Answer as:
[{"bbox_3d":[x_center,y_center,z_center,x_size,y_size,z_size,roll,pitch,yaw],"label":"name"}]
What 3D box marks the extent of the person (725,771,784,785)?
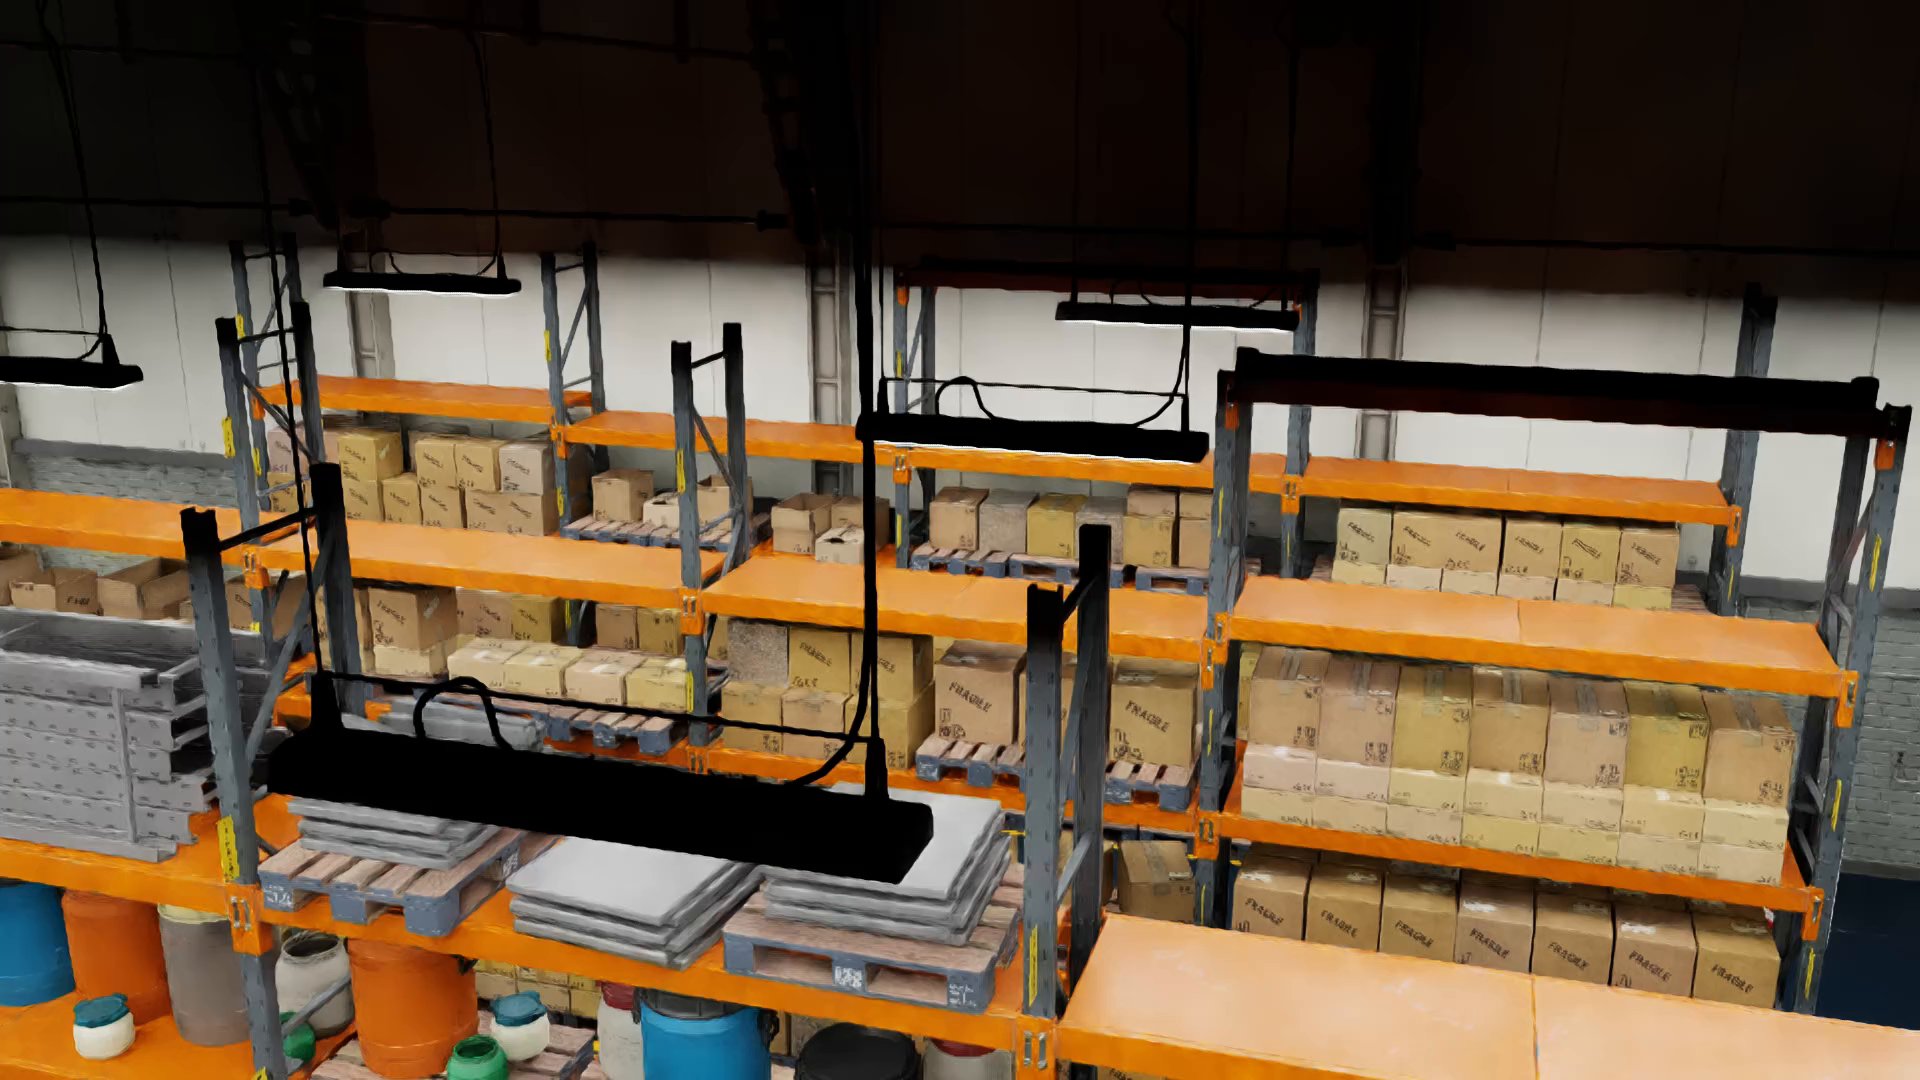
[{"bbox_3d":[-2.122,2.435,17.083,0.626,1.767,0.492,-2,16,-8],"label":"person"}]
